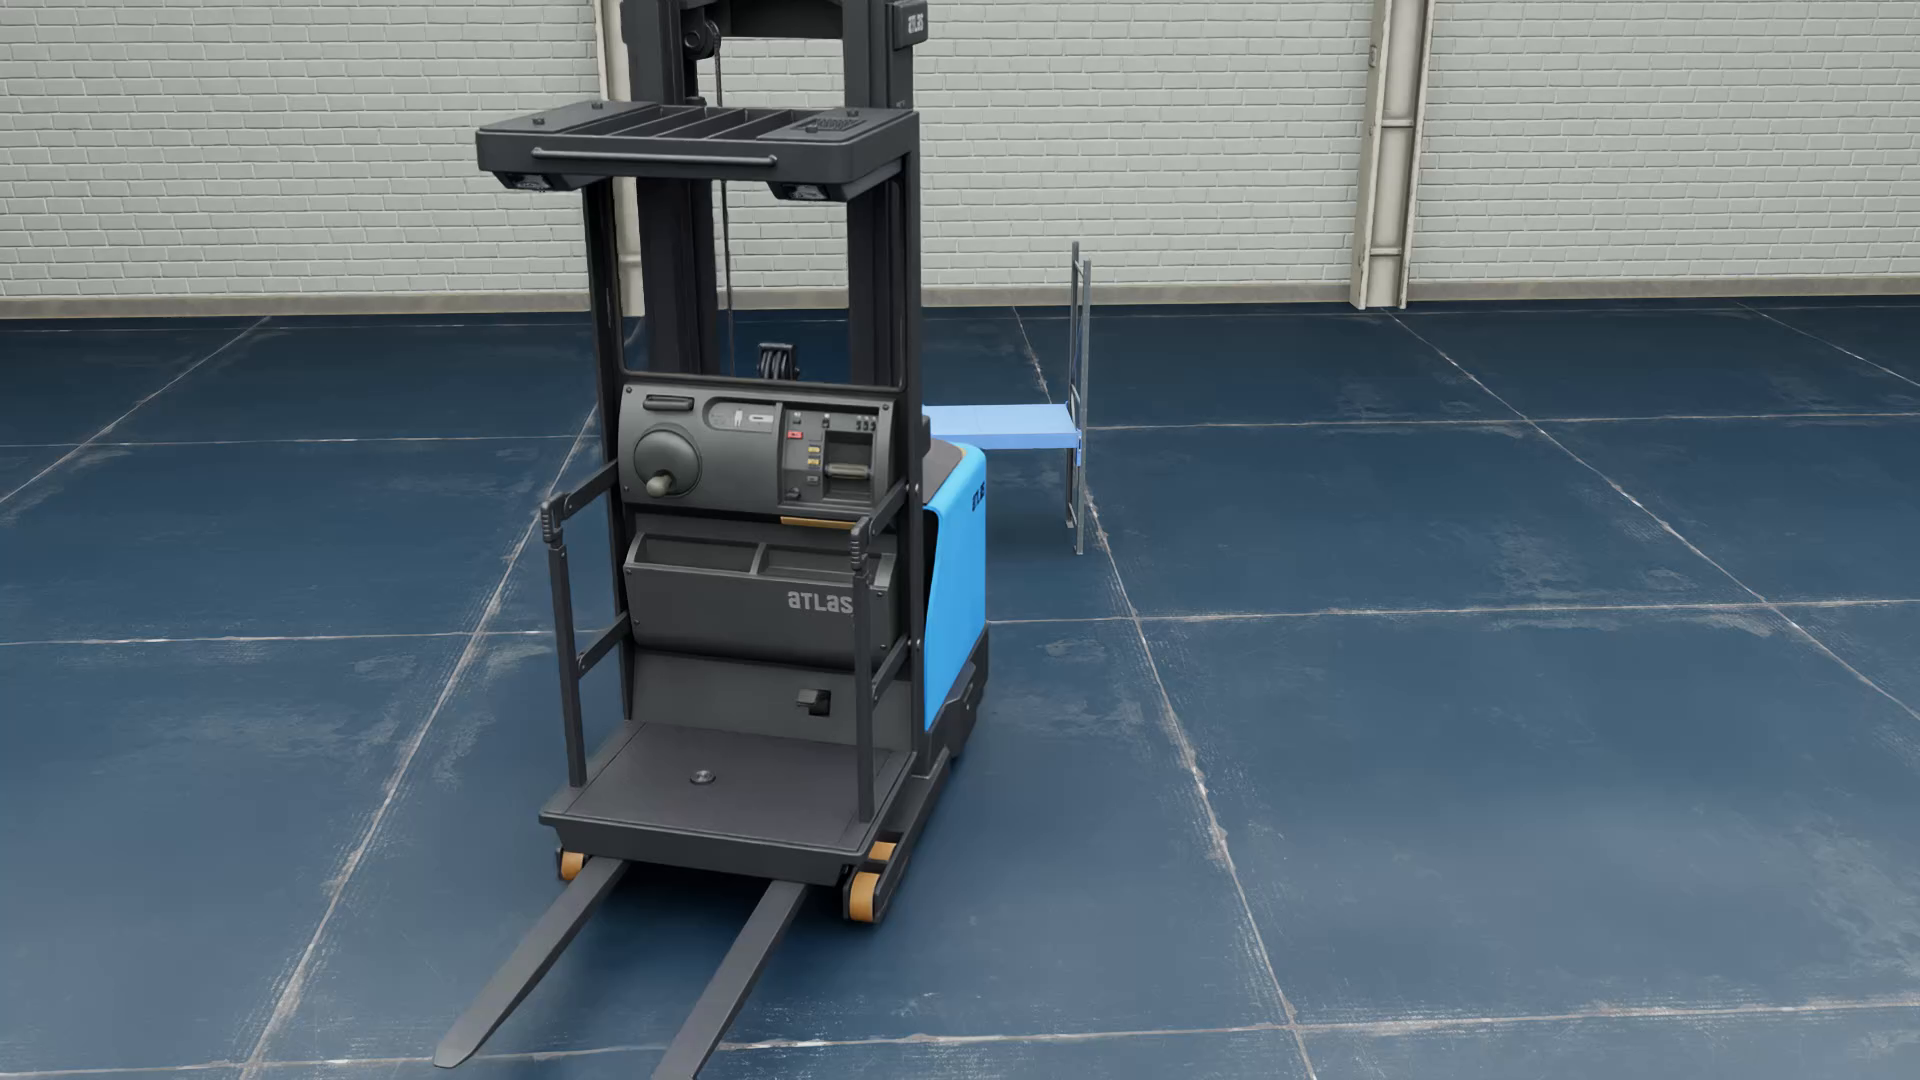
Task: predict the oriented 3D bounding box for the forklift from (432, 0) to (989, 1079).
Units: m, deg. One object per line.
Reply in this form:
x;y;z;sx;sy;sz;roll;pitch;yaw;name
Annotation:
-0.719;-0.280;5.236;1.130;2.935;3.031;5;21;12;forklift

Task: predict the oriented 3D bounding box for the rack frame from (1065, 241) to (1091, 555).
0.593;-0.713;8.386;0.032;1.500;0.500;-1;21;-3;rack frame

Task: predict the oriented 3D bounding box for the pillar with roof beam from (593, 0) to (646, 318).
-2.303;-4.497;7.787;0.400;9.000;9.100;-1;21;-3;pillar with roof beam

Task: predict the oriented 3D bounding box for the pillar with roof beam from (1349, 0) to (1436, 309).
3.687;-4.619;8.107;0.400;9.000;9.100;-1;21;-3;pillar with roof beam

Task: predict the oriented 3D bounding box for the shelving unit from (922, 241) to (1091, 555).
0.085;-0.703;8.359;1.048;1.500;0.538;-1;21;-3;shelving unit

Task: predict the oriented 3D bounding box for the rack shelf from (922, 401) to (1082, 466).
0.085;-0.535;8.423;1.000;0.185;0.538;-1;21;-3;rack shelf
